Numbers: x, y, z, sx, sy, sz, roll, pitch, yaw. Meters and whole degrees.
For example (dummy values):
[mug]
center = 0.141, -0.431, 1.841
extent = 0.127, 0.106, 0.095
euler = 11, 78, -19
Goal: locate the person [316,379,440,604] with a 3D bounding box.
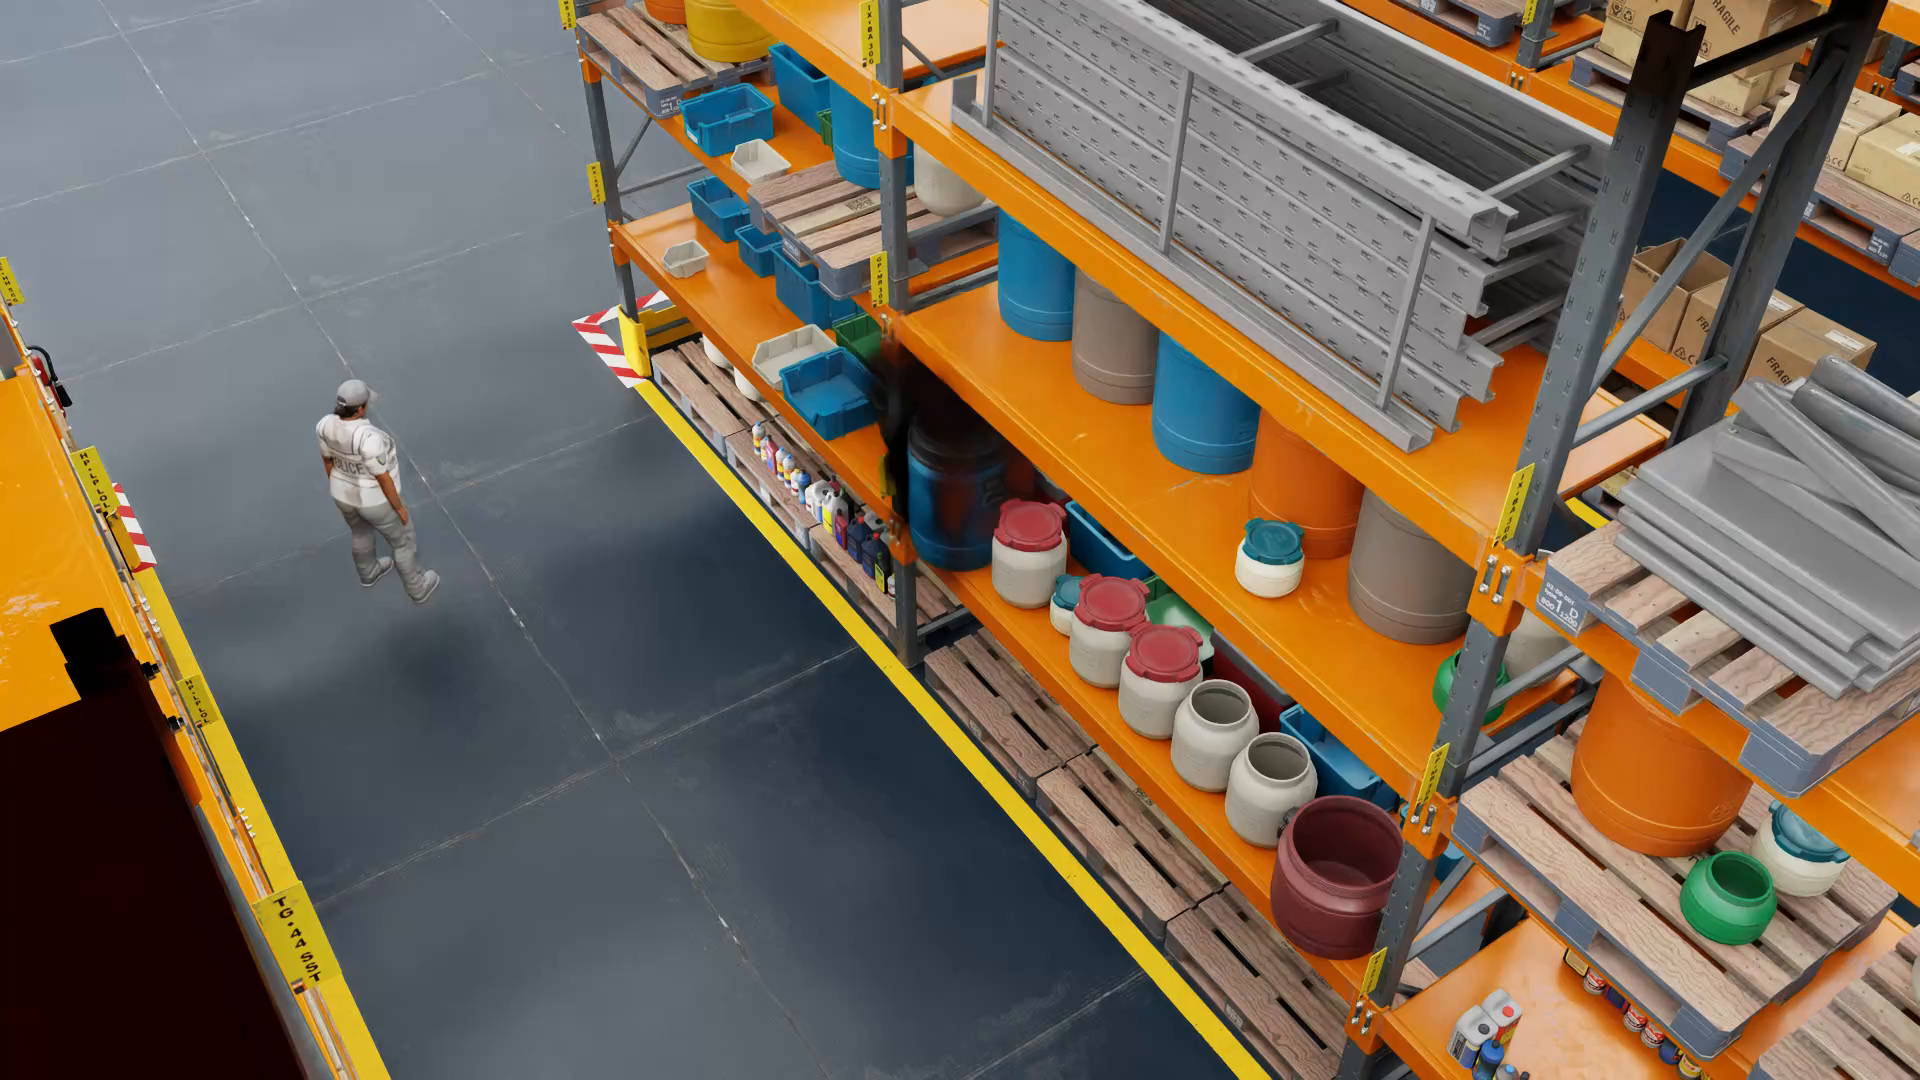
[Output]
[person]
center = -3.695, -0.300, 10.439
extent = 0.577, 1.660, 0.438
euler = 20, 46, 20
